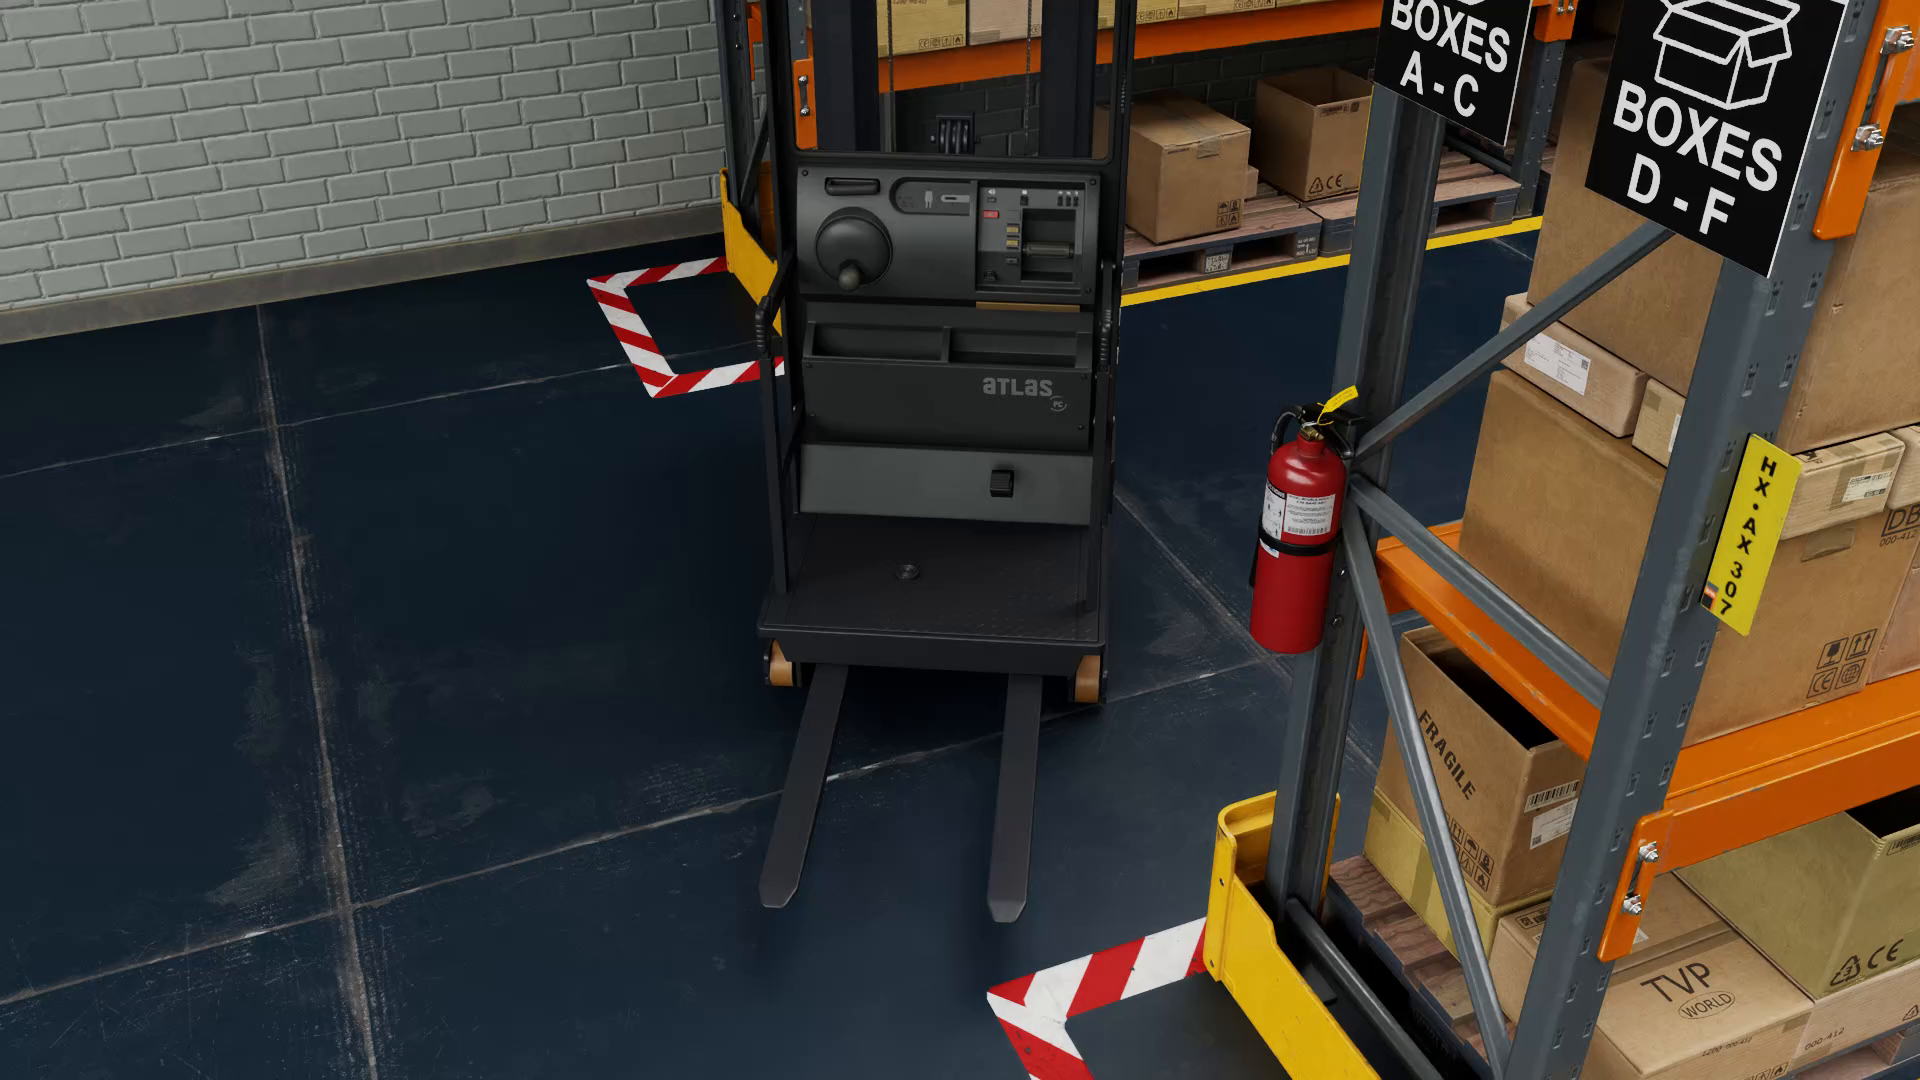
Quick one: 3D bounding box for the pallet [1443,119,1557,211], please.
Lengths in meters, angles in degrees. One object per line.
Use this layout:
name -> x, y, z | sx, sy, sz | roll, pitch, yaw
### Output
pallet -> 3.528, -2.220, 9.469 | 1.213, 0.211, 1.003 | -13, 35, -19

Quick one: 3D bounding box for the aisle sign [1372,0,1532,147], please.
aisle sign -> 0.870, -1.113, 2.826 | 0.004, 0.787, 0.394 | -13, 35, -19

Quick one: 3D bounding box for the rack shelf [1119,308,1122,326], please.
rack shelf -> 0.513, -0.904, 6.876 | 0.258, 0.077, 0.200 | 13, 35, 19

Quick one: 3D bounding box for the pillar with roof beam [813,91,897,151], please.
pillar with roof beam -> 1.100, -3.312, 3.089 | 0.400, 9.000, 9.100 | -13, 35, -19

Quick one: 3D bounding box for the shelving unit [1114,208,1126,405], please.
shelving unit -> 0.513, -0.932, 6.857 | 0.258, 0.900, 0.210 | 13, 35, 19

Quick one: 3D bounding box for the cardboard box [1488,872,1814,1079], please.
cardboard box -> 1.625, 1.086, 3.967 | 0.500, 0.250, 0.500 | -13, 35, -19

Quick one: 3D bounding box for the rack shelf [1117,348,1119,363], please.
rack shelf -> 0.513, -0.753, 6.974 | 0.258, 0.077, 0.200 | 13, 35, 19

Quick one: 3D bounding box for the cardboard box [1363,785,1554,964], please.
cardboard box -> 1.424, 0.826, 4.367 | 0.500, 0.250, 0.500 | -13, 35, -19

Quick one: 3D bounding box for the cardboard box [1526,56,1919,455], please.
cardboard box -> 1.528, -0.578, 3.107 | 0.500, 0.500, 0.700 | -13, 35, -19

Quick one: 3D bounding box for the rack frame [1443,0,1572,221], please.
rack frame -> 2.811, -3.224, 8.454 | 0.127, 3.000, 1.000 | -13, 35, -19

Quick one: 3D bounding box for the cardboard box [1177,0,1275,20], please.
cardboard box -> 1.108, -2.595, 7.607 | 0.500, 0.250, 0.500 | -13, 35, -19

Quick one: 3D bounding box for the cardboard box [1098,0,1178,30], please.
cardboard box -> 0.641, -2.490, 7.445 | 0.500, 0.250, 0.500 | -13, 35, -20

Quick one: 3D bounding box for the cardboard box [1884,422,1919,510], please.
cardboard box -> 1.732, -0.235, 3.174 | 0.250, 0.149, 0.380 | -14, 36, -20

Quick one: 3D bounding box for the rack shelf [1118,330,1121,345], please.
rack shelf -> 0.513, -0.829, 6.925 | 0.258, 0.077, 0.200 | 13, 35, 19

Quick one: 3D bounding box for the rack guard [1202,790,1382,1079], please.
rack guard -> 1.022, 1.164, 4.003 | 0.348, 0.500, 1.175 | -13, 35, -19

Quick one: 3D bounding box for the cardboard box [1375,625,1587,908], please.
cardboard box -> 1.423, 0.510, 4.164 | 0.500, 0.500, 0.500 | -13, 35, -19

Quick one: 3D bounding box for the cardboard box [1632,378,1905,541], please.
cardboard box -> 1.489, -0.177, 3.086 | 0.250, 0.149, 0.380 | -13, 35, -19

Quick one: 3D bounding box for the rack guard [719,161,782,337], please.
rack guard -> -0.807, -1.348, 7.863 | 0.348, 0.500, 1.175 | -13, 35, -19

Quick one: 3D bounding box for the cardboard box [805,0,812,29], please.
cardboard box -> -0.521, -2.521, 7.493 | 0.500, 0.250, 0.500 | -12, 35, -18

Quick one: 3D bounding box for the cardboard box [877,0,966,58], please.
cardboard box -> -0.304, -2.268, 7.105 | 0.500, 0.250, 0.500 | -14, 36, -20

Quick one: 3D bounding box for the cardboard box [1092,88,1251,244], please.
cardboard box -> 1.017, -1.867, 8.257 | 0.500, 0.500, 0.700 | -15, 36, -22

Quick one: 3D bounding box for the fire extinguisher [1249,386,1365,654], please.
fire extinguisher -> 0.755, -0.065, 3.671 | 0.183, 0.674, 0.296 | -13, 35, -19

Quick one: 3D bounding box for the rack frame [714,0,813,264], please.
rack frame -> -0.877, -2.379, 7.156 | 0.127, 3.000, 1.000 | -13, 35, -19

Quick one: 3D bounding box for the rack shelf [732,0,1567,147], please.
rack shelf -> 0.967, -2.500, 8.002 | 4.000, 0.370, 1.077 | -13, 35, -19

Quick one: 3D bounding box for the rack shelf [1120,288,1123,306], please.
rack shelf -> 0.513, -0.980, 6.827 | 0.258, 0.077, 0.200 | 13, 35, 19

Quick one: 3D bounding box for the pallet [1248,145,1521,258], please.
pallet -> 2.205, -1.895, 8.970 | 1.213, 0.211, 1.003 | -13, 35, -19

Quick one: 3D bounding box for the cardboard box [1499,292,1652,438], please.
cardboard box -> 1.323, -0.379, 3.396 | 0.250, 0.149, 0.380 | -13, 35, -20

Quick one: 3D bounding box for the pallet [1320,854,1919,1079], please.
pallet -> 1.733, 1.097, 4.370 | 1.213, 0.211, 1.003 | -13, 35, -19

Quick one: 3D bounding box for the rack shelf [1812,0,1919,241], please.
rack shelf -> 2.888, -1.267, 3.356 | 4.000, 0.370, 1.077 | -13, 35, -19

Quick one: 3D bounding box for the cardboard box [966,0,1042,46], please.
cardboard box -> 0.169, -2.385, 7.284 | 0.500, 0.250, 0.500 | -14, 36, -20

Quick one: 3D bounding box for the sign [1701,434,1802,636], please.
sign -> 1.253, -0.005, 2.641 | 0.005, 0.325, 0.100 | -13, 35, -19

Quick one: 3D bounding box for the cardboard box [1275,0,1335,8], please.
cardboard box -> 1.571, -2.702, 7.771 | 0.500, 0.250, 0.500 | -13, 35, -19

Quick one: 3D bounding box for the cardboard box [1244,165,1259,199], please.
cardboard box -> 1.329, -1.886, 8.608 | 0.250, 0.149, 0.380 | -16, 36, -23

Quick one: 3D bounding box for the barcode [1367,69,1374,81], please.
barcode -> 2.220, -2.501, 8.939 | 0.075, 0.075, 0.001 | -13, 35, -19

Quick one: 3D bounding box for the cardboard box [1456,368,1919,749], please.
cardboard box -> 1.479, -0.023, 3.444 | 0.500, 0.500, 0.700 | -13, 35, -19

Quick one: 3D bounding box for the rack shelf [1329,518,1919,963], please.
rack shelf -> 2.888, -0.010, 4.174 | 4.000, 0.370, 1.077 | -13, 35, -19

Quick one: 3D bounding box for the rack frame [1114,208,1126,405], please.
rack frame -> 0.553, -0.983, 6.936 | 0.240, 0.900, 0.006 | 13, 35, 19

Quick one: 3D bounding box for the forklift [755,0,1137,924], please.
forklift -> -0.055, -0.887, 4.926 | 1.130, 2.935, 3.031 | 3, 33, 4

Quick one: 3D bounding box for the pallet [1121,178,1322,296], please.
pallet -> 1.079, -1.636, 8.570 | 1.213, 0.211, 1.003 | -13, 35, -19

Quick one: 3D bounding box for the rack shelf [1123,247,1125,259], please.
rack shelf -> 0.513, -1.130, 6.728 | 0.258, 0.077, 0.200 | 13, 35, 19

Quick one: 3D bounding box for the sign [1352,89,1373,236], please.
sign -> 0.847, -0.750, 3.373 | 0.005, 0.325, 0.100 | -13, 35, -19

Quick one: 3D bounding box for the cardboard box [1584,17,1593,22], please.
cardboard box -> 3.940, -2.659, 9.474 | 0.500, 0.500, 0.700 | -14, 35, -20

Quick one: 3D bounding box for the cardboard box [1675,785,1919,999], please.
cardboard box -> 2.085, 0.665, 3.926 | 0.500, 0.500, 0.500 | -13, 35, -19

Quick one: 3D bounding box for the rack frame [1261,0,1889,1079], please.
rack frame -> 1.044, 0.111, 3.329 | 0.127, 3.000, 1.000 | -13, 35, -19

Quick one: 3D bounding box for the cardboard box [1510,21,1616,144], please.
cardboard box -> 3.483, -2.524, 9.268 | 0.500, 0.500, 0.700 | -12, 35, -17

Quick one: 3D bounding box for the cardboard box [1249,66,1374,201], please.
cardboard box -> 1.870, -2.121, 8.648 | 0.500, 0.500, 0.500 | -16, 36, -22

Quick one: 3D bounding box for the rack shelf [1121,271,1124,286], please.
rack shelf -> 0.513, -1.055, 6.777 | 0.258, 0.077, 0.200 | 13, 35, 19

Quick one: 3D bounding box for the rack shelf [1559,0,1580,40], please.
rack shelf -> 4.655, -3.345, 9.299 | 4.000, 0.370, 1.077 | -13, 35, -19

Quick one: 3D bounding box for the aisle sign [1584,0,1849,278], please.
aisle sign -> 1.102, -0.811, 2.362 | 0.004, 0.787, 0.394 | -13, 35, -19

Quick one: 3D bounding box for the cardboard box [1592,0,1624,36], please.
cardboard box -> 3.888, -2.933, 9.209 | 0.500, 0.250, 0.500 | -14, 35, -20

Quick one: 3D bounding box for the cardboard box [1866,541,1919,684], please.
cardboard box -> 1.962, -0.136, 3.618 | 0.500, 0.500, 0.700 | -12, 35, -18

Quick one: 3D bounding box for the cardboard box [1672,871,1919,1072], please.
cardboard box -> 2.084, 0.979, 4.132 | 0.500, 0.250, 0.500 | -13, 35, -19
